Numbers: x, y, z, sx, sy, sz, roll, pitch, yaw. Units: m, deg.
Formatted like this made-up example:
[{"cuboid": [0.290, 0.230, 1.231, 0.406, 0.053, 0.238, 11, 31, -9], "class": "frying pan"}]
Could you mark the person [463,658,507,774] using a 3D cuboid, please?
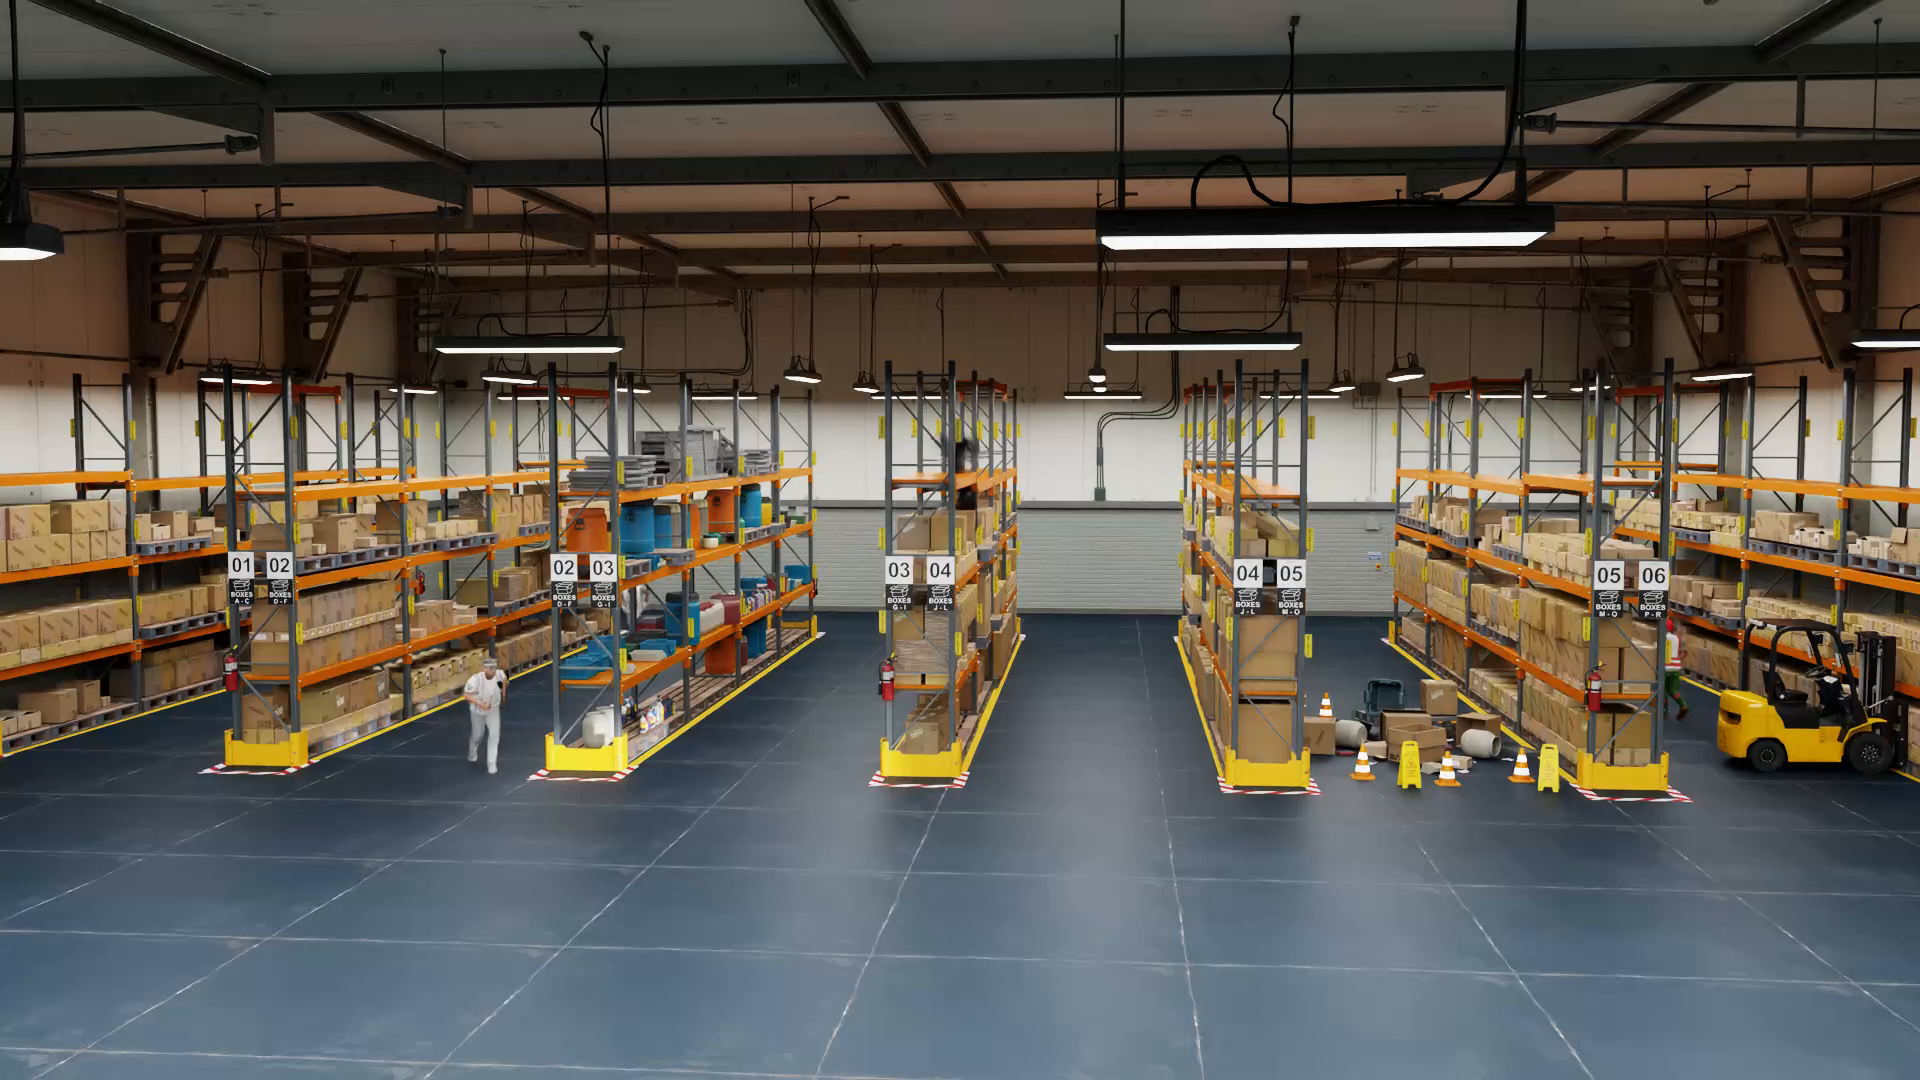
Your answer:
[{"cuboid": [-7.079, 2.565, 24.680, 0.694, 1.726, 1.024, -3, 5, -36], "class": "person"}]

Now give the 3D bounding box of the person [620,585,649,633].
[{"cuboid": [-7.440, 1.678, 37.867, 0.717, 1.729, 1.045, -1, 4, -9], "class": "person"}]

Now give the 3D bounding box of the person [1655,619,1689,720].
[{"cuboid": [12.283, 2.253, 28.670, 0.659, 1.738, 0.815, 0, 4, -7], "class": "person"}]

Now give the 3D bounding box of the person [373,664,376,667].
[{"cuboid": [-12.420, 1.910, 34.655, 0.556, 1.676, 0.775, 0, 4, 5], "class": "person"}]
